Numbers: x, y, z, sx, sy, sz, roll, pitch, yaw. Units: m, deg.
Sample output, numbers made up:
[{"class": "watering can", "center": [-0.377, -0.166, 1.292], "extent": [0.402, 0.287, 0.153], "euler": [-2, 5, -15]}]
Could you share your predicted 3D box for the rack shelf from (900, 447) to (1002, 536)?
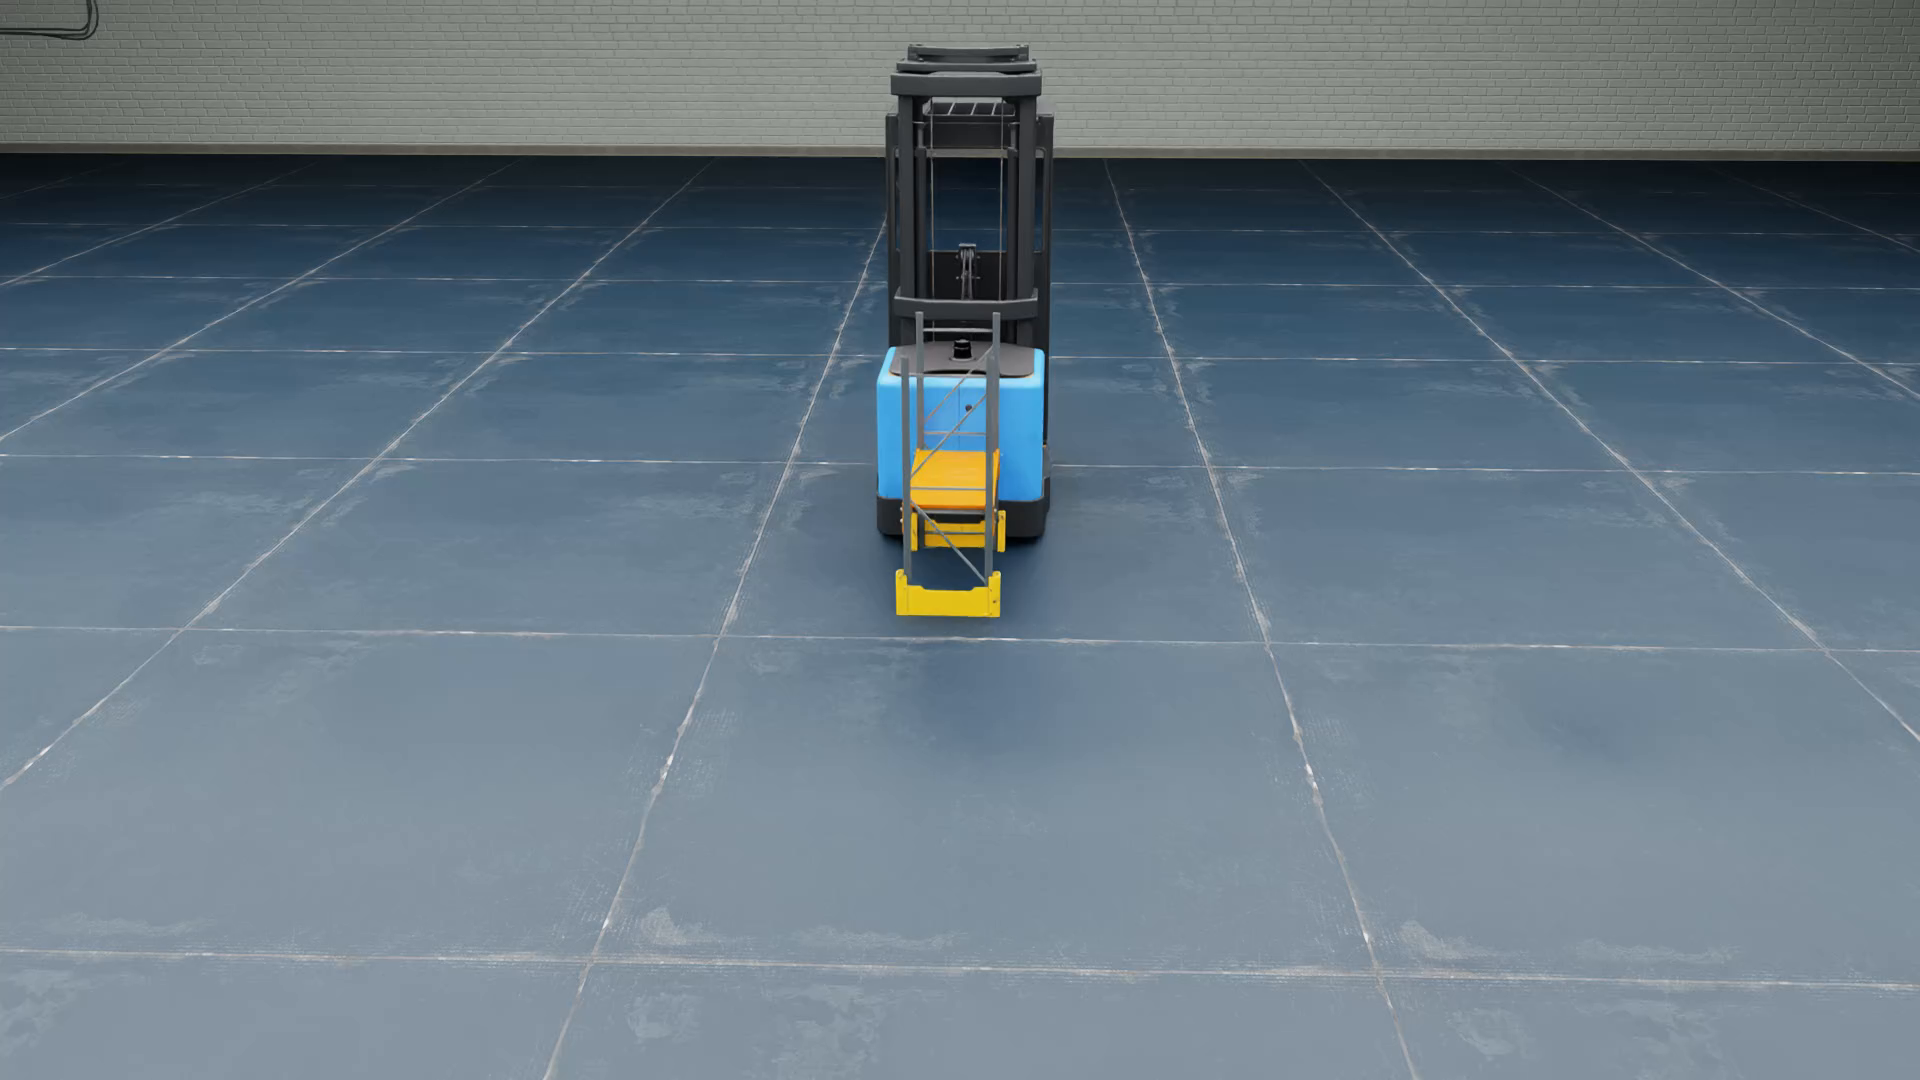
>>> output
[{"class": "rack shelf", "center": [-0.040, -0.295, 9.712], "extent": [0.538, 0.185, 1.000], "euler": [1, 21, 3]}]

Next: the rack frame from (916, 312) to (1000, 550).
[{"class": "rack frame", "center": [-0.012, -0.646, 10.120], "extent": [0.500, 1.500, 0.032], "euler": [1, 21, 3]}]

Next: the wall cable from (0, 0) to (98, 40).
[{"class": "wall cable", "center": [-14.763, -8.861, 25.219], "extent": [3.097, 2.526, 0.112], "euler": [1, 21, 2]}]

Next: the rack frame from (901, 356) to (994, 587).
[{"class": "rack frame", "center": [-0.067, -0.279, 9.174], "extent": [0.500, 1.500, 0.032], "euler": [1, 21, 3]}]

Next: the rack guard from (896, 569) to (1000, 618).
[{"class": "rack guard", "center": [-0.067, 0.304, 9.401], "extent": [0.587, 0.250, 0.087], "euler": [1, 21, 3]}]

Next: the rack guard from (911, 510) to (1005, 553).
[{"class": "rack guard", "center": [-0.014, -0.056, 10.328], "extent": [0.587, 0.250, 0.087], "euler": [1, 21, 3]}]

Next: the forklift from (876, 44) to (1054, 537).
[{"class": "forklift", "center": [0.075, -1.871, 11.299], "extent": [1.130, 2.935, 3.031], "euler": [1, 21, 3]}]

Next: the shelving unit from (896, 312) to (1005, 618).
[{"class": "shelving unit", "center": [-0.040, -0.459, 9.638], "extent": [0.587, 1.500, 1.083], "euler": [1, 21, 3]}]
